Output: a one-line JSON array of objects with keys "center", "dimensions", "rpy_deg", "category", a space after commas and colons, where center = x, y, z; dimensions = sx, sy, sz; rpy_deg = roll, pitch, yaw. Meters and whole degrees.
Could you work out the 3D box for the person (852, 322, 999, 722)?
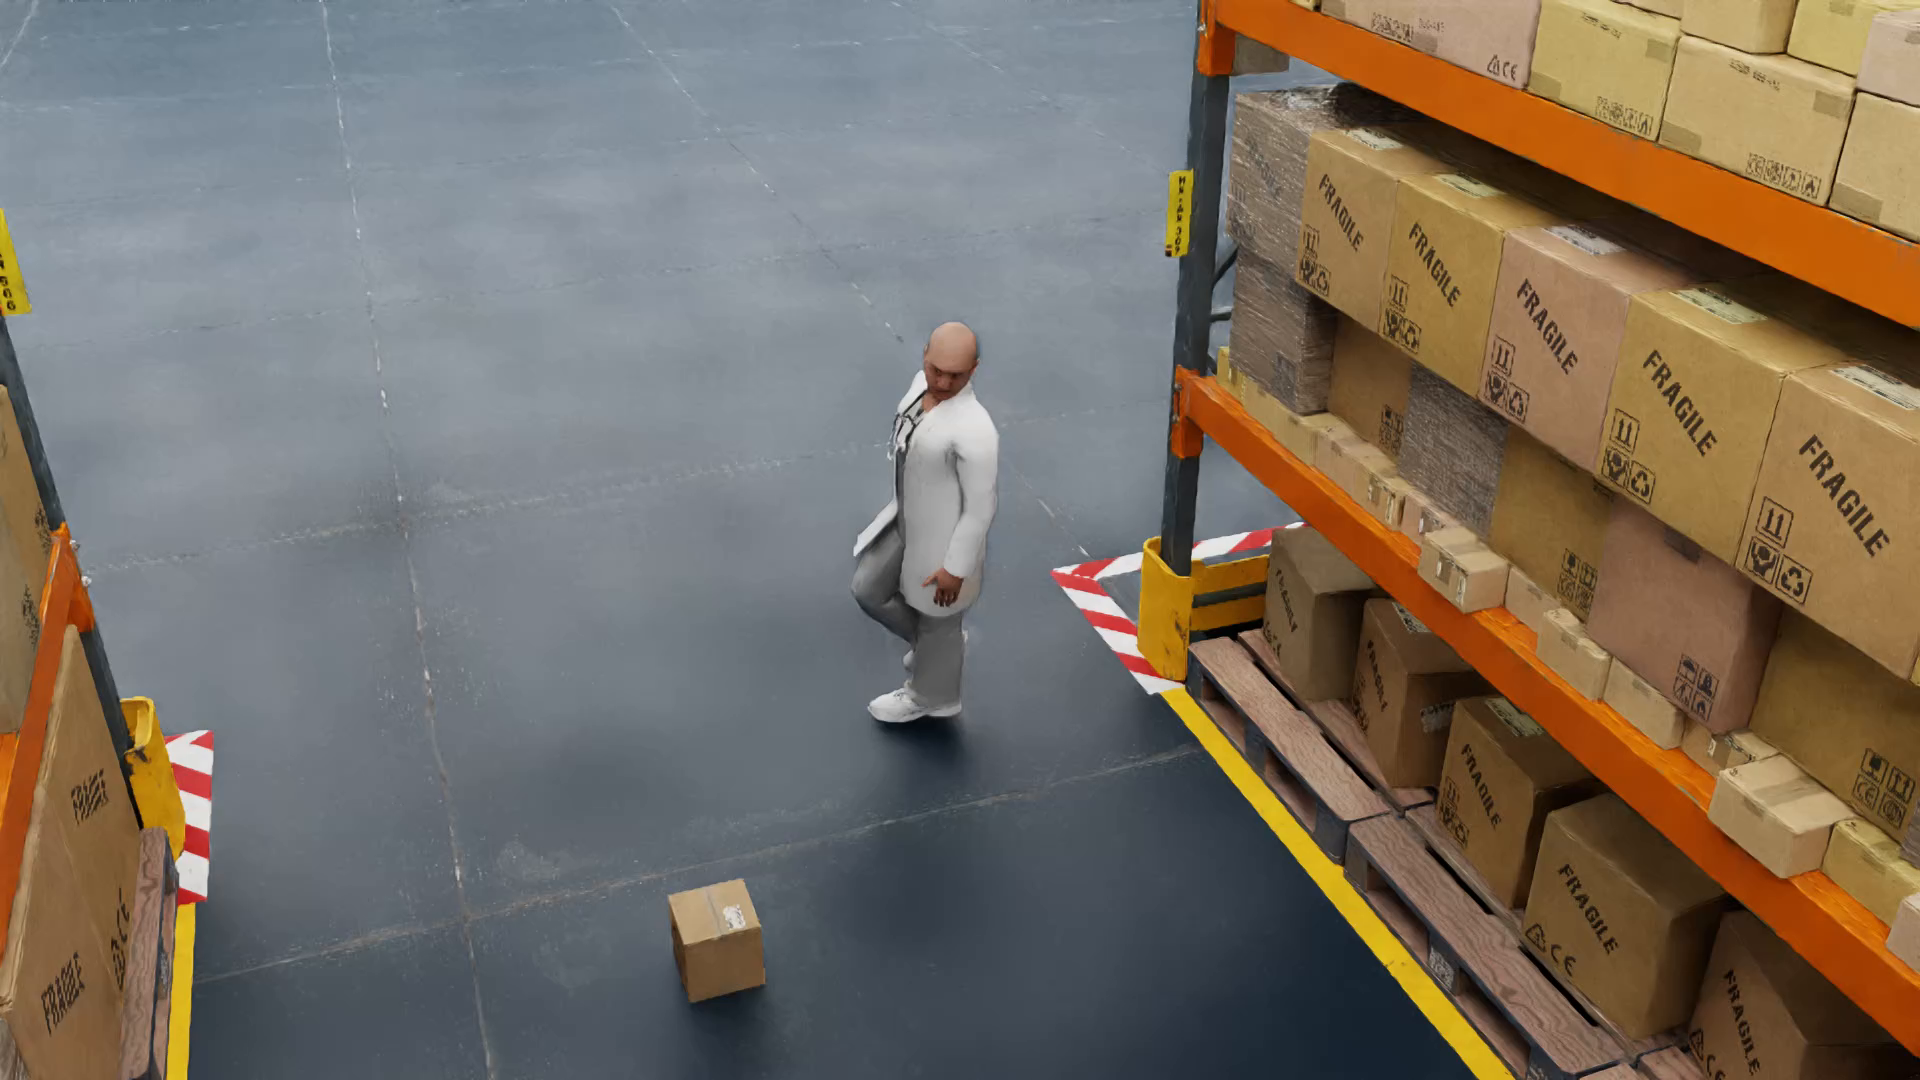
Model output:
[{"center": [-0.139, -0.027, 6.168], "dimensions": [0.490, 1.770, 0.765], "rpy_deg": [-11, 31, -18], "category": "person"}]
